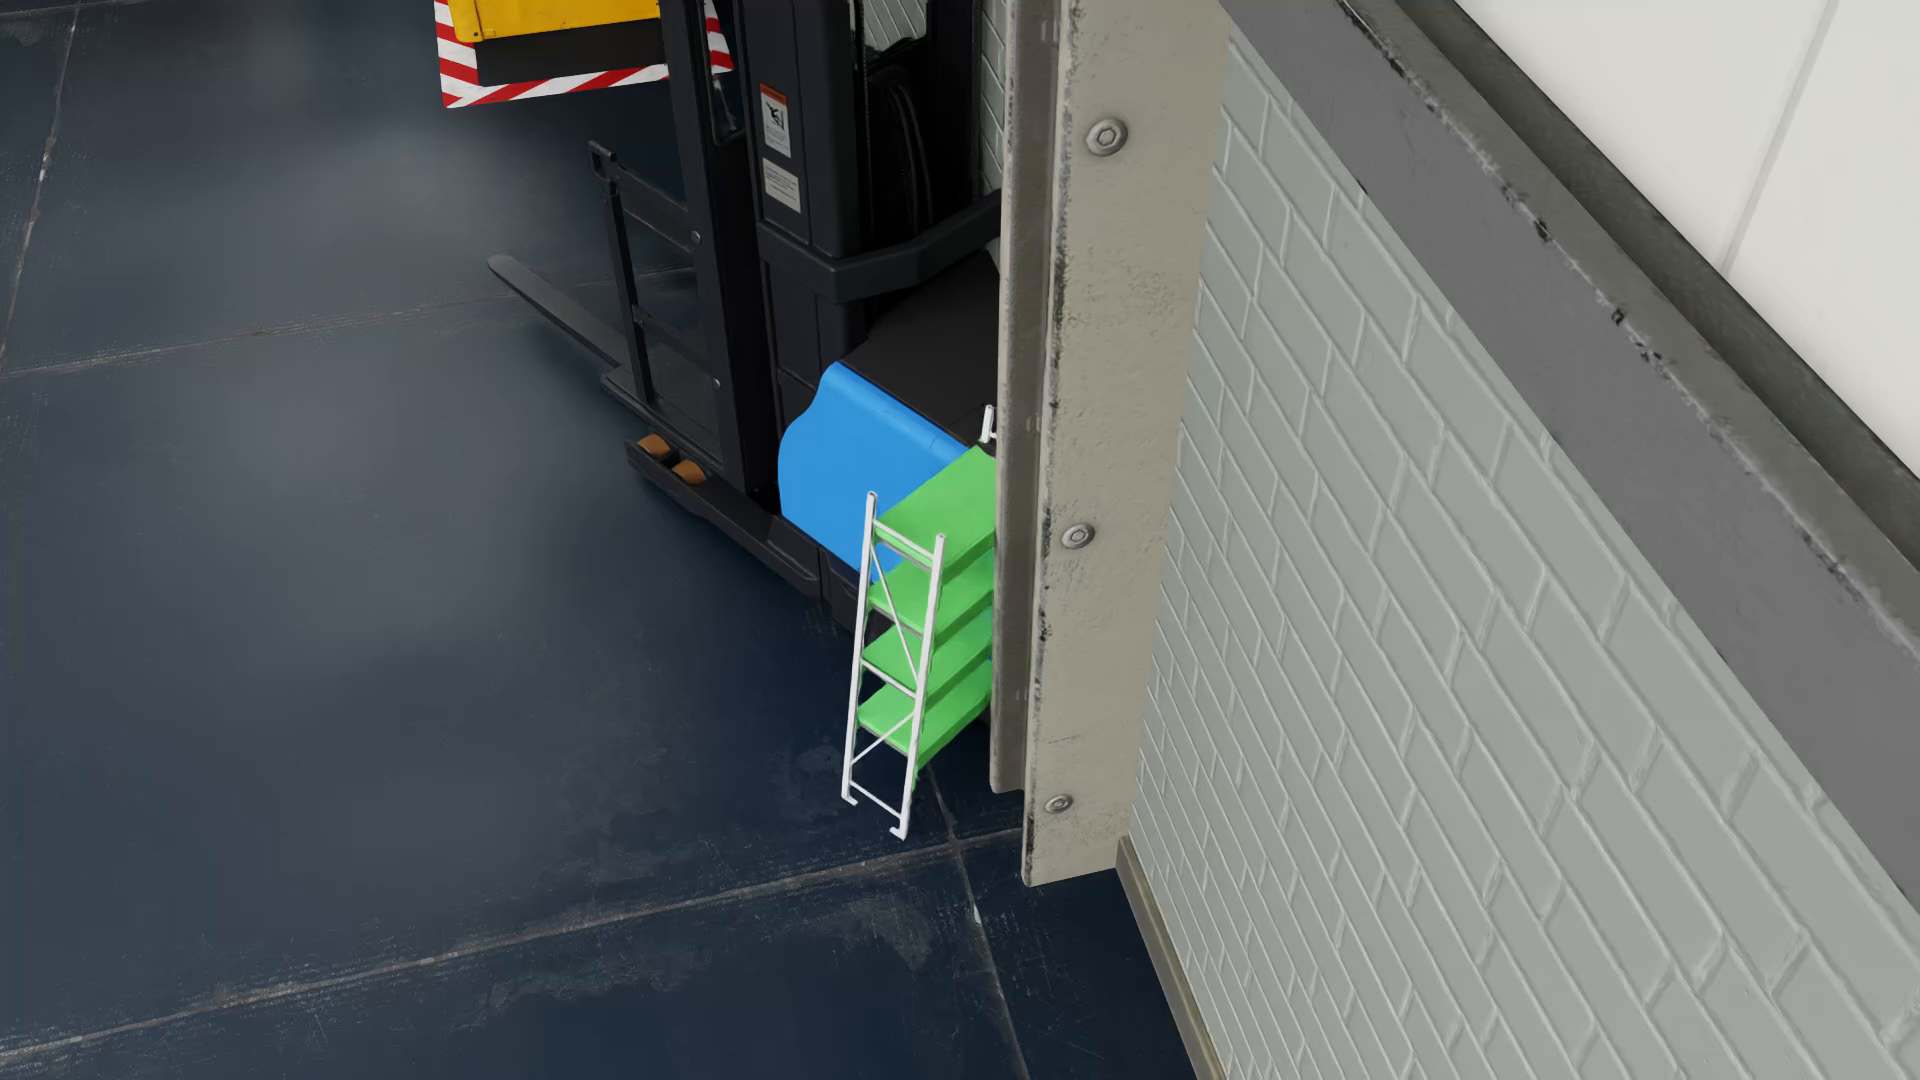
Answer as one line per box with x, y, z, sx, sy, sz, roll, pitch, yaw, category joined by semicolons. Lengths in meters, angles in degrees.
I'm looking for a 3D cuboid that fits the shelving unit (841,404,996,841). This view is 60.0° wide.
-0.043;0.256;4.633;0.258;1.200;0.503;31;47;23;shelving unit

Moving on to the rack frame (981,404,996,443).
0.105;0.137;4.785;0.240;1.200;0.015;31;47;23;rack frame

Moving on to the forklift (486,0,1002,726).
-0.543;-1.377;5.047;3.031;2.935;1.130;35;55;29;forklift

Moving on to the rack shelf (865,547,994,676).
-0.025;0.128;4.514;0.258;0.148;0.480;31;47;23;rack shelf

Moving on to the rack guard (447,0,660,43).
-1.936;-2.823;8.167;1.175;0.500;0.348;-11;47;-10;rack guard

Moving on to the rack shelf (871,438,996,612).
-0.001;-0.047;4.352;0.258;0.148;0.480;31;47;23;rack shelf

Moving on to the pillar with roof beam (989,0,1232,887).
-3.875;-1.530;0.949;9.100;9.000;0.400;-11;47;-10;pillar with roof beam

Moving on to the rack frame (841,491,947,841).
-0.192;0.376;4.481;0.240;1.200;0.015;31;47;23;rack frame

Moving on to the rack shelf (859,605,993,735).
-0.050;0.303;4.677;0.258;0.148;0.480;31;47;23;rack shelf

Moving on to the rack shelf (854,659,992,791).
-0.075;0.478;4.839;0.258;0.148;0.480;31;47;23;rack shelf
